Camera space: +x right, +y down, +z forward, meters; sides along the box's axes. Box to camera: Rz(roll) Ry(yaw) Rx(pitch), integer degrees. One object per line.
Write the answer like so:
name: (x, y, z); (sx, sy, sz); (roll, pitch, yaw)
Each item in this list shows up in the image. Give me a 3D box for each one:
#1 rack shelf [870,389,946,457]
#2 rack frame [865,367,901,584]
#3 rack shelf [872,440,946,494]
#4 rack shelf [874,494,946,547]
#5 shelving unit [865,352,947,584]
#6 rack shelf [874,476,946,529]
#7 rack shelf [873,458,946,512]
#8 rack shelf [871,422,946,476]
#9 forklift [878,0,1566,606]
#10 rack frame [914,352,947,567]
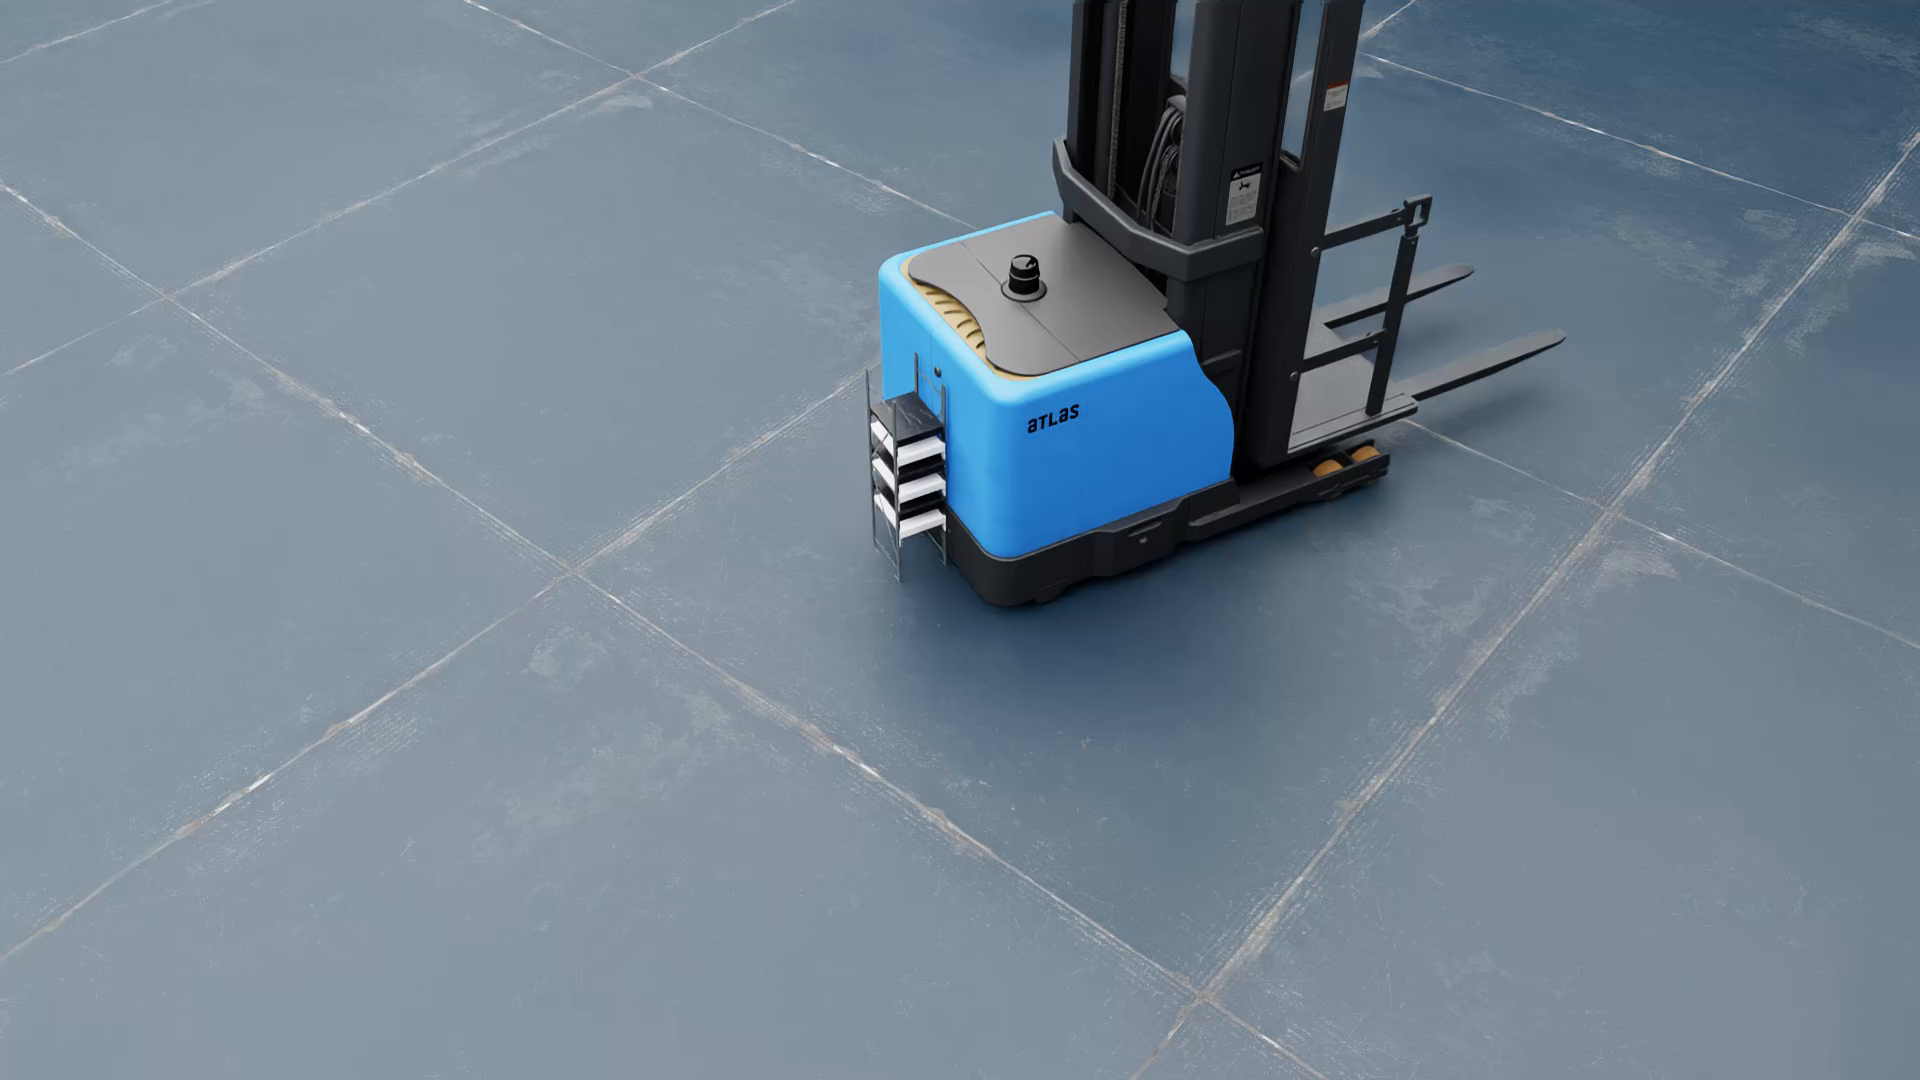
rack shelf: (-0.201, -0.439, 6.212); (0.200, 0.077, 0.258); (-20, 46, -21)
rack frame: (-0.291, -0.231, 6.335); (0.006, 0.900, 0.240); (-20, 46, -21)
rack shelf: (-0.201, -0.306, 6.333); (0.200, 0.077, 0.258); (-20, 46, -21)
rack shelf: (-0.201, -0.106, 6.515); (0.200, 0.077, 0.258); (-20, 46, -21)
shelving unit: (-0.201, -0.264, 6.371); (0.210, 0.900, 0.258); (-20, 46, -21)
rack shelf: (-0.201, -0.172, 6.454); (0.200, 0.077, 0.258); (-20, 46, -21)
rack shelf: (-0.201, -0.239, 6.393); (0.200, 0.077, 0.258); (-20, 46, -21)
rack shelf: (-0.201, -0.372, 6.272); (0.200, 0.077, 0.258); (-20, 46, -21)
forklift: (1.218, -1.545, 6.270); (3.031, 2.935, 1.130); (-20, 46, -21)
rack frame: (-0.112, -0.296, 6.407); (0.006, 0.900, 0.240); (-20, 46, -21)
